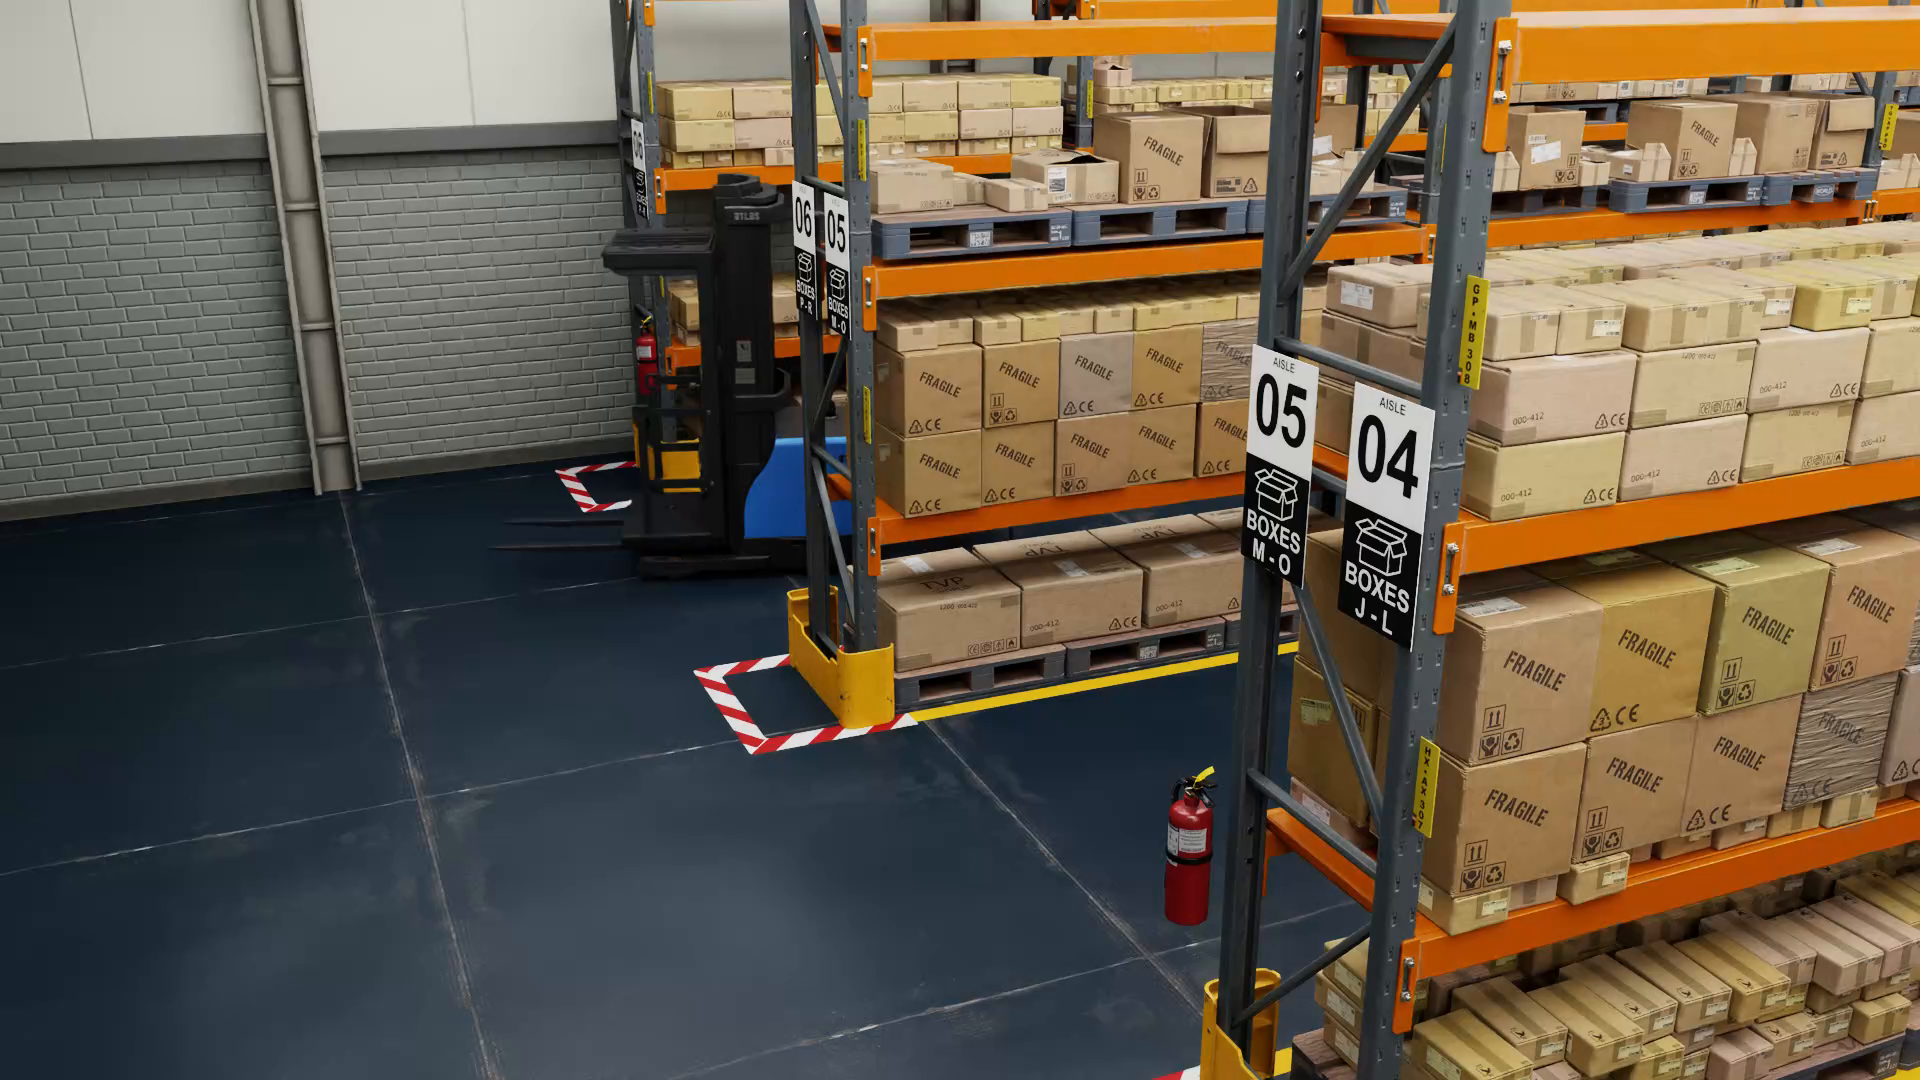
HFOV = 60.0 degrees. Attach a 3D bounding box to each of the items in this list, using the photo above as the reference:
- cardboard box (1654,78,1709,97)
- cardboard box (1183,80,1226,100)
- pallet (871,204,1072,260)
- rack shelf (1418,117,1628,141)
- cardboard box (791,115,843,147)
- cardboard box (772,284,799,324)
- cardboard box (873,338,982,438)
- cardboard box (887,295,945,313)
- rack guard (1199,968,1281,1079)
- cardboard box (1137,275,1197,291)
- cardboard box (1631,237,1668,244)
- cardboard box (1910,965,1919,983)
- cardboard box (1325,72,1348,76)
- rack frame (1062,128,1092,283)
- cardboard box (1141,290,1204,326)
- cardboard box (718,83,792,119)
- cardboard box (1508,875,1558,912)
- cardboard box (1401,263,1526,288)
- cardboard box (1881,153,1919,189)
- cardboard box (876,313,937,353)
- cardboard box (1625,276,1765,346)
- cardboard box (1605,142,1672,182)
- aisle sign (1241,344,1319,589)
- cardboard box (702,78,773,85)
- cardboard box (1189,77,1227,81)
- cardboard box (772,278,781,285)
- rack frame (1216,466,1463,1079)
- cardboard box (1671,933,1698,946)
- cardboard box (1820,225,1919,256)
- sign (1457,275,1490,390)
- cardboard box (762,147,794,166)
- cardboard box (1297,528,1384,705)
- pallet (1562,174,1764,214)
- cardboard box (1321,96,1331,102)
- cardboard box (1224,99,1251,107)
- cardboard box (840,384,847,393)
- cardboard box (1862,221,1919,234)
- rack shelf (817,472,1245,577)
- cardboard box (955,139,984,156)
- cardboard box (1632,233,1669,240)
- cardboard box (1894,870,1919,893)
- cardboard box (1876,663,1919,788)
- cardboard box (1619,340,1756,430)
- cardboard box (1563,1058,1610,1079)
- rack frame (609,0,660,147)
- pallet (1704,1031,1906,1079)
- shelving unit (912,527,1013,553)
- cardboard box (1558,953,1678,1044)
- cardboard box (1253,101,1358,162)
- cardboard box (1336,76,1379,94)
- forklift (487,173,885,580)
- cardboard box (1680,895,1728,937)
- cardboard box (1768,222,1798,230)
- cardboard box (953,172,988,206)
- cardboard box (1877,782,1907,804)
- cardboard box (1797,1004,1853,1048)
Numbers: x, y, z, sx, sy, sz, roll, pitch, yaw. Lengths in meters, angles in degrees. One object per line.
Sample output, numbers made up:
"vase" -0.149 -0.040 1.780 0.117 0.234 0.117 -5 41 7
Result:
"cardboard box" 7.727 -4.988 18.008 0.500 0.311 0.500 -9 21 -24
"cardboard box" 2.301 -4.246 15.695 0.250 0.149 0.380 -8 21 -21
"pallet" -0.077 -1.922 10.081 1.213 0.211 1.003 -8 21 -22
"rack shelf" 6.459 -4.352 17.933 4.000 0.370 1.077 -8 21 -22
"cardboard box" -1.274 -3.557 14.370 0.500 0.250 0.500 -9 21 -24
"cardboard box" -1.737 -2.075 14.676 0.500 0.250 0.500 -8 21 -21
"cardboard box" -0.200 -0.943 10.028 0.500 0.500 0.500 -9 21 -23
"cardboard box" -0.280 -1.422 10.411 0.250 0.149 0.380 -8 21 -21
"rack guard" 1.370 2.217 6.472 0.348 0.500 1.175 -8 21 -22
"cardboard box" 1.373 -1.653 11.068 0.250 0.149 0.380 -8 21 -22
"cardboard box" 7.477 -3.255 18.477 0.500 0.250 0.500 -8 21 -22
"cardboard box" 4.058 1.750 7.249 0.250 0.149 0.380 -8 21 -21
"cardboard box" 3.930 -4.698 17.008 0.250 0.149 0.380 -8 21 -22
"rack frame" 0.950 -2.488 16.070 0.127 3.000 1.000 -8 21 -22
"cardboard box" 1.344 -1.476 10.564 0.250 0.149 0.380 -8 21 -22
"cardboard box" -1.742 -3.724 14.092 0.500 0.250 0.500 -8 21 -22
"cardboard box" 1.944 1.178 6.039 0.250 0.149 0.380 -7 21 -20
"cardboard box" 1.745 -0.862 5.811 0.250 0.149 0.380 -8 21 -21
"cardboard box" 7.183 -2.875 12.857 0.258 0.266 0.396 -8 21 -22
"cardboard box" -0.318 -1.235 9.881 0.250 0.149 0.380 -8 21 -21
"cardboard box" 2.430 -0.766 5.538 0.250 0.149 0.380 -8 21 -21
"cardboard box" 4.735 -2.657 11.607 0.258 0.266 0.396 -6 20 -17
"aisle sign" 1.114 -0.260 5.830 0.004 0.787 0.394 -8 21 -22
"cardboard box" -1.948 -3.893 14.572 0.500 0.250 0.500 -9 21 -24
"cardboard box" 2.386 -4.399 16.130 0.250 0.149 0.380 -8 21 -22
"cardboard box" -1.932 -2.240 15.145 0.500 0.250 0.500 -8 21 -22
"rack frame" 1.300 1.048 6.029 0.127 3.000 1.000 -8 21 -22
"cardboard box" 3.103 1.684 7.434 0.250 0.149 0.380 -8 21 -21
"cardboard box" 3.652 -1.145 6.614 0.250 0.149 0.380 -9 21 -24
"sign" 1.515 -0.614 4.916 0.005 0.325 0.100 -8 21 -22
"cardboard box" -1.596 -3.301 14.243 0.250 0.149 0.380 -8 21 -21
"cardboard box" 1.621 0.253 6.183 0.500 0.500 0.500 -9 21 -23
"pallet" 4.996 -2.577 12.093 1.213 0.211 1.003 -7 21 -19
"cardboard box" 3.435 -4.307 16.348 0.250 0.149 0.380 -8 21 -21
"cardboard box" 2.555 -4.113 15.765 0.250 0.149 0.380 -8 21 -21
"cardboard box" -0.799 -1.172 15.464 0.500 0.500 0.500 -8 21 -21
"cardboard box" 3.882 -1.185 6.729 0.250 0.149 0.380 -9 21 -23
"rack shelf" 1.083 -0.372 11.145 4.000 0.370 1.077 -8 21 -22
"cardboard box" 0.033 -3.552 14.954 0.250 0.149 0.380 -8 21 -22
"cardboard box" 7.476 -3.493 18.398 0.500 0.250 0.500 -9 21 -23
"cardboard box" 4.304 1.595 7.241 0.250 0.149 0.380 -8 21 -22
"cardboard box" 3.706 0.617 6.654 0.500 0.500 0.500 -8 21 -22
"cardboard box" 2.285 -0.579 5.607 0.500 0.250 0.500 -8 21 -23
"cardboard box" 2.346 1.986 6.578 0.250 0.149 0.380 -8 21 -21
"rack frame" -2.723 -4.791 13.579 0.127 3.000 1.000 -8 21 -22
"pallet" 3.248 2.098 7.245 1.213 0.211 1.003 -8 21 -22
"shelving unit" 0.006 -0.708 13.275 0.755 1.500 0.431 -8 21 -22
"cardboard box" 2.598 1.824 6.590 0.250 0.149 0.380 -9 21 -25
"cardboard box" 2.296 -2.668 11.134 0.500 0.500 0.500 -8 21 -21
"cardboard box" 3.917 -4.498 16.441 0.250 0.149 0.380 -9 21 -24
"forklift" -2.129 -1.262 12.692 3.031 2.935 1.130 -2 19 -5
"cardboard box" 3.129 1.568 7.317 0.250 0.149 0.380 -8 21 -22
"cardboard box" 9.278 -3.639 19.191 0.500 0.500 0.500 -8 21 -21
"cardboard box" -0.023 -2.156 10.207 0.250 0.149 0.380 -10 22 -26
"cardboard box" 3.602 0.922 6.766 0.250 0.149 0.380 -8 21 -23
"cardboard box" 3.531 1.974 7.059 0.250 0.149 0.380 -8 21 -21
